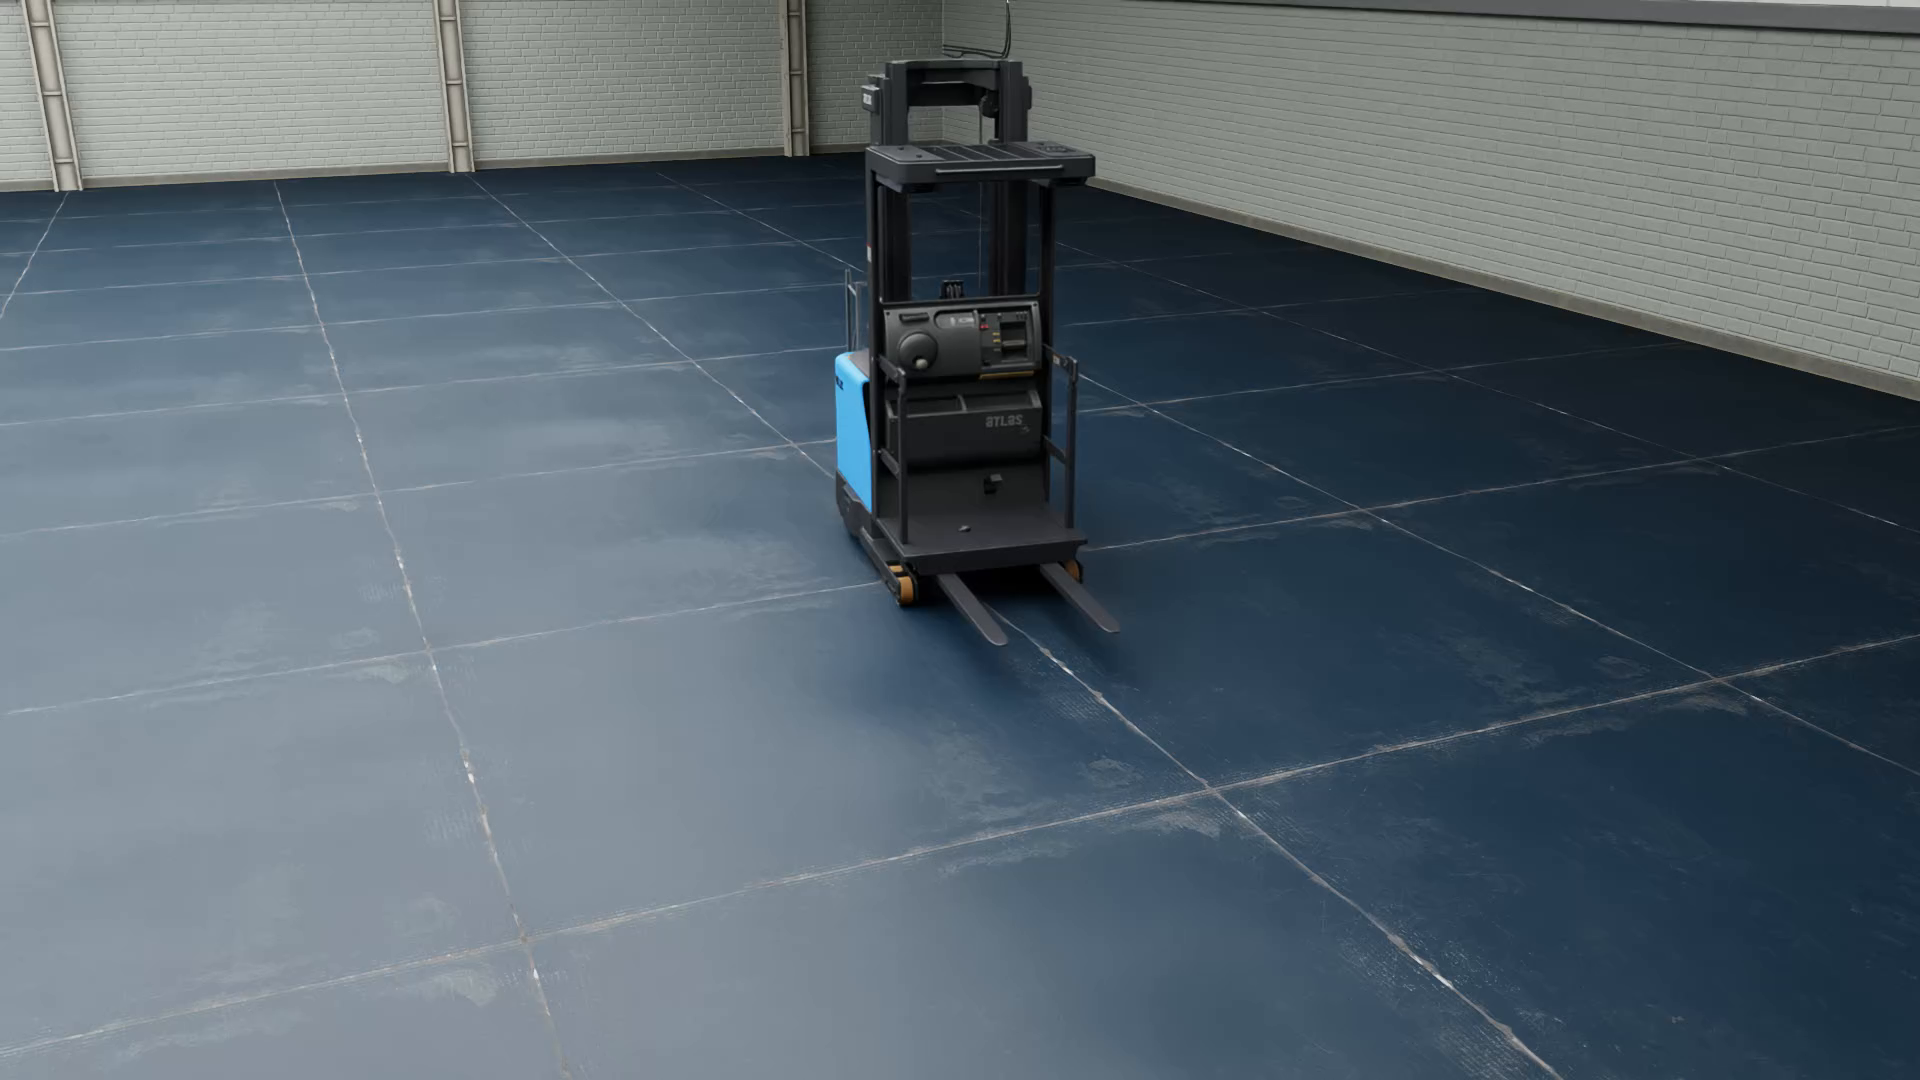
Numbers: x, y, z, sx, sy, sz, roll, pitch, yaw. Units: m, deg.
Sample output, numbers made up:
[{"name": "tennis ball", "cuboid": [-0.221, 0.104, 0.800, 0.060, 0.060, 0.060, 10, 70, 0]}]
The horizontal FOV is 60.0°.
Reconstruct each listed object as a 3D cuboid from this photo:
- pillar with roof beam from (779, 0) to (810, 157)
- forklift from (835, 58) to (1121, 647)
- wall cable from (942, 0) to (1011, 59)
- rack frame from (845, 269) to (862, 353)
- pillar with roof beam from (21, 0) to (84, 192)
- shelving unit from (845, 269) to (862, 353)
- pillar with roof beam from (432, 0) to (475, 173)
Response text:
[{"name": "pillar with roof beam", "cuboid": [-1.304, -10.029, 25.456, 0.400, 9.000, 9.100, -8, 21, -22]}, {"name": "forklift", "cuboid": [0.081, -1.156, 9.391, 1.130, 2.935, 3.031, -6, 20, -15]}, {"name": "wall cable", "cuboid": [0.220, -9.862, 29.656, 0.112, 2.526, 3.097, -8, 21, -22]}, {"name": "rack frame", "cuboid": [-0.705, -1.031, 11.192, 0.032, 1.500, 0.500, -4, 20, -11]}, {"name": "pillar with roof beam", "cuboid": [-12.322, -8.451, 20.973, 0.400, 9.000, 9.100, -8, 21, -22]}, {"name": "shelving unit", "cuboid": [-0.216, -1.066, 11.290, 1.083, 1.500, 0.587, -4, 20, -11]}, {"name": "pillar with roof beam", "cuboid": [-6.813, -9.240, 23.215, 0.400, 9.000, 9.100, -8, 21, -22]}]
